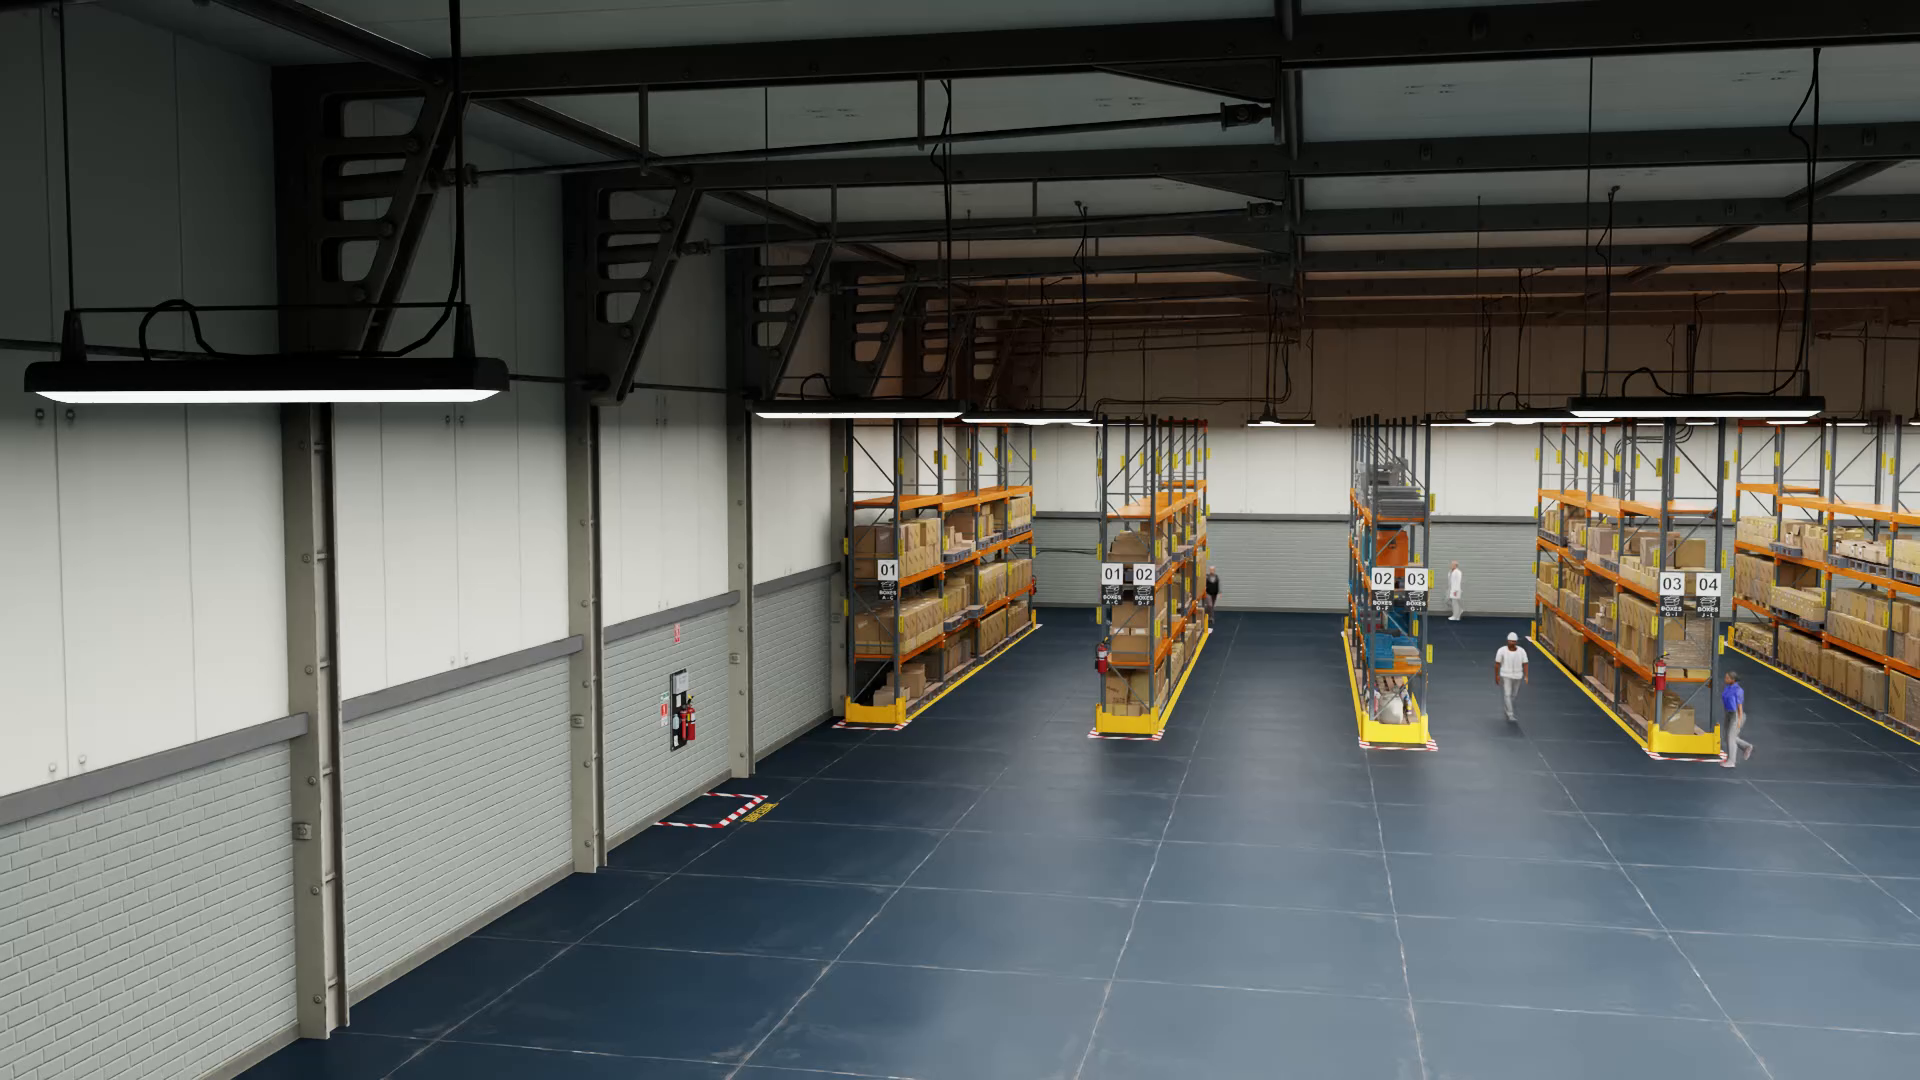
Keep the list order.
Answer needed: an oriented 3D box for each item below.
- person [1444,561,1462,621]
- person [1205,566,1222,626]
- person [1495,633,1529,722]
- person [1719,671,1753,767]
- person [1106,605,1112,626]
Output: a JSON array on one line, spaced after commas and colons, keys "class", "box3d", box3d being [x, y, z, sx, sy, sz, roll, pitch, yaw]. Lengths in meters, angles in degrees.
[{"class": "person", "box3d": [14.770, 1.525, 49.695, 0.522, 1.800, 0.602, -1, 4, -8]}, {"class": "person", "box3d": [7.405, 1.622, 48.880, 0.529, 1.708, 0.944, -1, 4, -21]}, {"class": "person", "box3d": [10.825, 2.676, 32.552, 0.588, 1.710, 1.044, 0, 4, 4]}, {"class": "person", "box3d": [13.194, 3.015, 28.223, 0.760, 1.625, 0.444, -1, 4, -14]}, {"class": "person", "box3d": [4.455, 1.695, 48.564, 0.346, 1.629, 0.476, 2, 4, 26]}]
